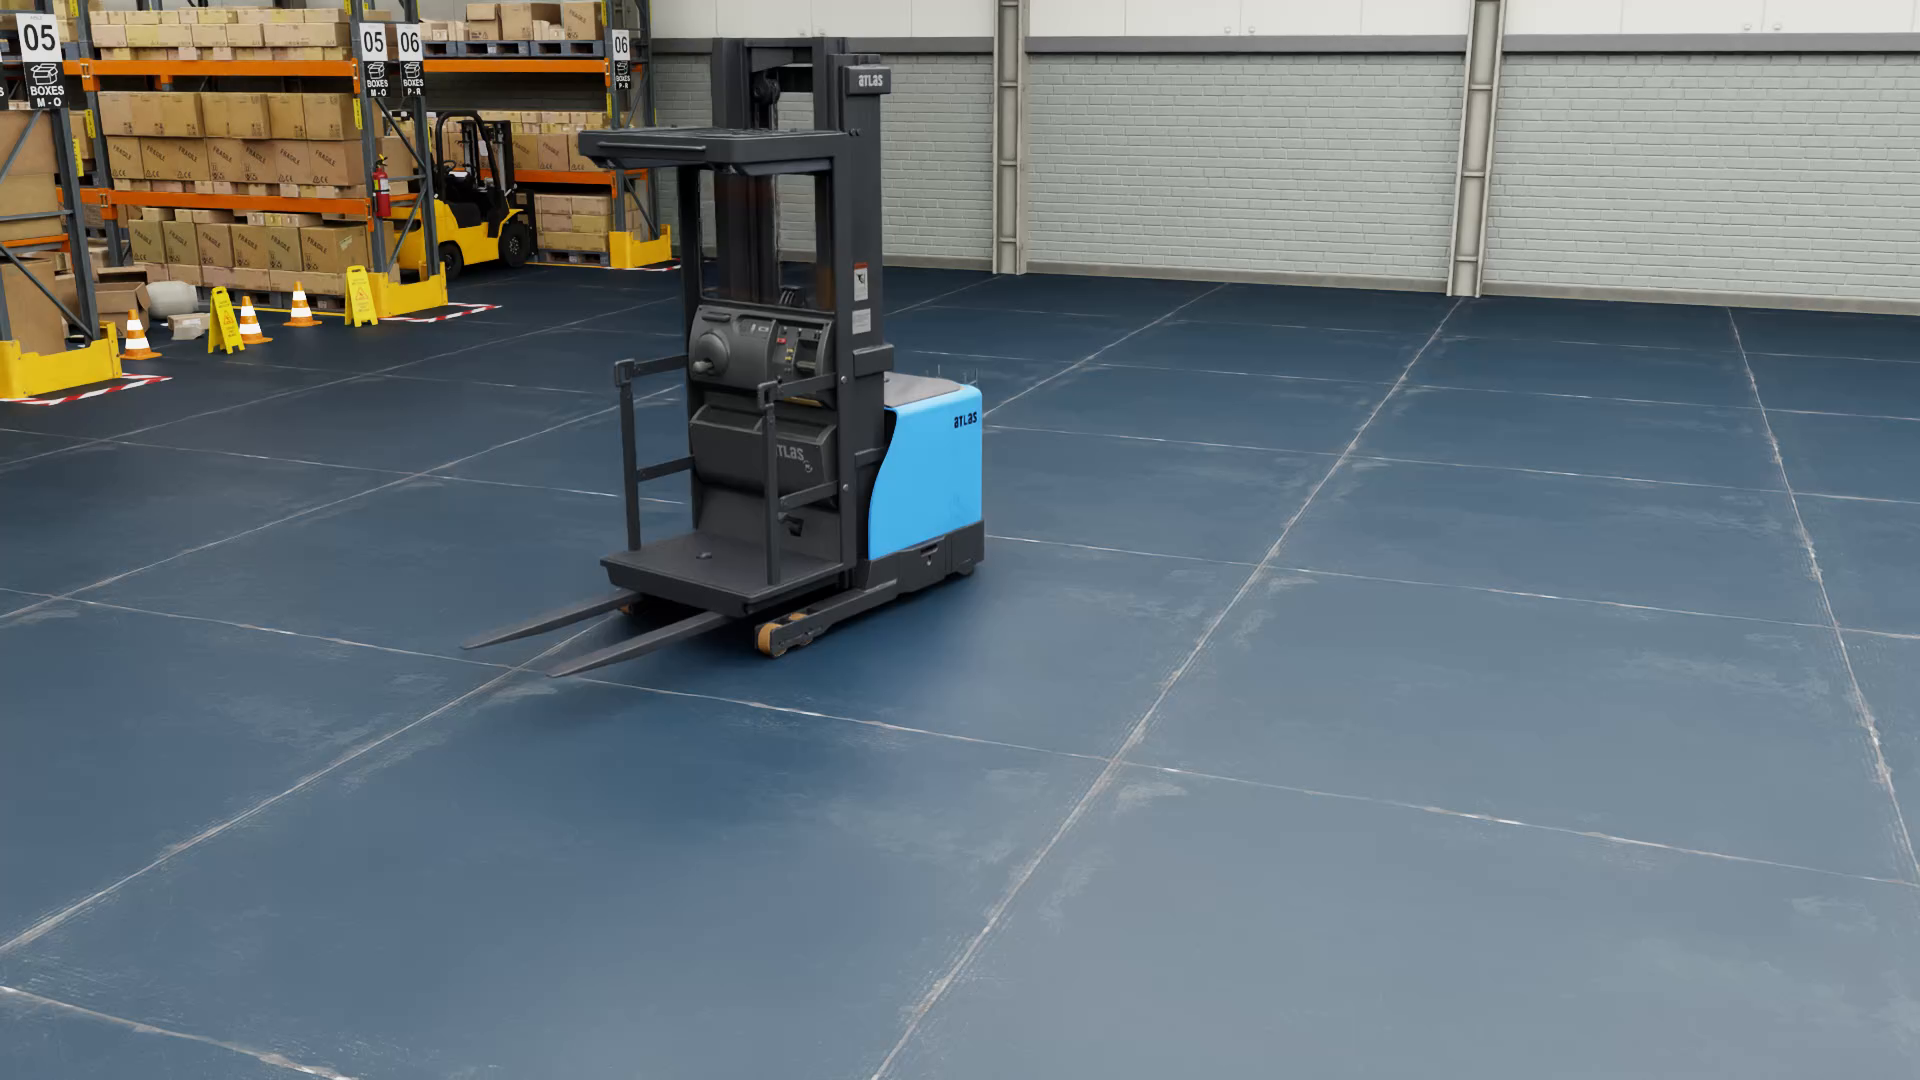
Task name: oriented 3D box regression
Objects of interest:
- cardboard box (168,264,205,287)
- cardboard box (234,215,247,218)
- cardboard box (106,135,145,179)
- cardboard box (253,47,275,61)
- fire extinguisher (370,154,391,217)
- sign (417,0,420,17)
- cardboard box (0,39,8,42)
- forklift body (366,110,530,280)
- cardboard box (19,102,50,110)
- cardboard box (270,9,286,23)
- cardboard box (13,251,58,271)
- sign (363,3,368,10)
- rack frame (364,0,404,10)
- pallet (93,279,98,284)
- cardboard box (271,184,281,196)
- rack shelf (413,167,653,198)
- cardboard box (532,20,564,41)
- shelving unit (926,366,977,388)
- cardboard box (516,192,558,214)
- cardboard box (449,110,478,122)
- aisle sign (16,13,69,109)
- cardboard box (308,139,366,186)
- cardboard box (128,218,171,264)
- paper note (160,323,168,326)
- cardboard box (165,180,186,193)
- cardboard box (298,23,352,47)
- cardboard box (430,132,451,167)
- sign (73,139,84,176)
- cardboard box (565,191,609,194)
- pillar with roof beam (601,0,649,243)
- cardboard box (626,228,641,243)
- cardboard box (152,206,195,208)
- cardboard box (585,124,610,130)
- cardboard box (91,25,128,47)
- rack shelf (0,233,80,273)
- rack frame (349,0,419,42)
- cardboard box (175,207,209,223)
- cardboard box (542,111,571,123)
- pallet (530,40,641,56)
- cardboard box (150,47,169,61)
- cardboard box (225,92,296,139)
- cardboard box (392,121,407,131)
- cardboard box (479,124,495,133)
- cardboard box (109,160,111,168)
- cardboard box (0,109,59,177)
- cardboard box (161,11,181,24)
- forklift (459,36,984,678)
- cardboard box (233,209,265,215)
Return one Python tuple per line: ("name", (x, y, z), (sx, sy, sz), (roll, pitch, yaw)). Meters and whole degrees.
("cardboard box", (-9.171, -3.228, 20.093), (0.500, 0.250, 0.500), (7, 18, 24))
("cardboard box", (-8.999, -3.728, 20.469), (0.500, 0.500, 0.500), (7, 17, 22))
("cardboard box", (-9.815, -4.603, 19.936), (0.500, 0.500, 0.500), (6, 17, 20))
("cardboard box", (-7.774, -5.513, 18.855), (0.250, 0.149, 0.380), (6, 17, 20))
("fire extinguisher", (-6.463, -3.952, 18.545), (0.183, 0.674, 0.296), (6, 17, 21))
("sign", (-6.202, -6.121, 18.931), (0.005, 0.325, 0.100), (6, 17, 21))
("cardboard box", (-11.661, -6.227, 20.379), (0.500, 0.250, 0.500), (7, 17, 21))
("forklift body", (-7.016, -4.721, 22.578), (1.214, 2.155, 2.313), (6, 17, 21))
("cardboard box", (-11.280, -5.289, 20.383), (0.250, 0.149, 0.380), (6, 17, 19))
("cardboard box", (-7.511, -5.878, 18.681), (0.250, 0.149, 0.380), (6, 17, 21))
("cardboard box", (-10.747, -3.228, 19.037), (0.500, 0.500, 0.500), (6, 17, 21))
("sign", (-8.494, -7.515, 23.809), (0.005, 0.325, 0.100), (6, 17, 21))
("rack frame", (-8.304, -8.698, 23.995), (0.127, 3.000, 1.000), (6, 17, 21))
("pallet", (-10.846, -3.269, 21.057), (1.213, 0.211, 1.003), (6, 17, 21))
("cardboard box", (-7.771, -4.092, 19.341), (0.250, 0.149, 0.380), (7, 17, 21))
("rack shelf", (-6.443, -5.267, 24.227), (4.000, 0.370, 1.077), (6, 17, 21))
("cardboard box", (-5.701, -7.066, 23.060), (0.258, 0.266, 0.396), (6, 17, 21))
("shelving unit", (-0.050, -0.510, 10.046), (0.252, 1.050, 0.215), (6, 17, 21))
("cardboard box", (-6.076, -4.835, 23.834), (0.500, 0.250, 0.500), (7, 17, 21))
("cardboard box", (-7.146, -6.110, 23.965), (0.250, 0.149, 0.380), (6, 17, 20))
("aisle sign", (-7.947, -4.145, 14.409), (0.004, 0.787, 0.394), (6, 17, 21))
("cardboard box", (-7.007, -4.295, 18.875), (0.500, 0.500, 0.500), (6, 17, 20))
("cardboard box", (-9.672, -3.640, 20.166), (0.500, 0.500, 0.500), (7, 18, 23))
("paper note", (-8.746, -2.395, 18.389), (0.142, 0.019, 0.148), (14, 21, 40))
("cardboard box", (-9.217, -4.227, 19.805), (0.250, 0.149, 0.380), (7, 18, 22))
("cardboard box", (-6.976, -5.614, 18.487), (0.500, 0.250, 0.500), (6, 17, 20))
("cardboard box", (-7.496, -5.703, 24.259), (0.500, 0.500, 0.500), (7, 17, 22))
("sign", (-7.914, -3.423, 14.890), (0.005, 0.325, 0.100), (6, 17, 21))
("cardboard box", (-5.427, -4.918, 24.118), (0.500, 0.250, 0.500), (6, 17, 21))
("pillar with roof beam", (-6.479, -7.477, 19.790), (0.400, 9.000, 9.100), (6, 17, 21))
("cardboard box", (-4.968, -4.390, 24.094), (0.500, 0.250, 0.500), (6, 17, 21))
("cardboard box", (-12.497, -5.215, 26.487), (0.500, 0.500, 0.500), (7, 18, 22))
("cardboard box", (-5.008, -5.730, 23.189), (0.250, 0.149, 0.380), (7, 17, 21))
("cardboard box", (-9.813, -5.925, 19.557), (0.500, 0.250, 0.500), (6, 17, 19))
("rack shelf", (-9.983, -2.685, 15.333), (4.000, 0.370, 1.077), (6, 17, 21))
("rack frame", (-6.401, -7.001, 18.149), (0.127, 3.000, 1.000), (6, 17, 21))
("cardboard box", (-9.099, -3.871, 19.799), (0.250, 0.149, 0.380), (7, 18, 23))
("cardboard box", (-5.692, -5.974, 23.495), (0.250, 0.149, 0.380), (6, 17, 21))
("pallet", (-5.231, -6.885, 23.288), (1.213, 0.211, 1.003), (6, 17, 21))
("cardboard box", (-9.209, -5.680, 19.429), (0.250, 0.149, 0.380), (7, 18, 22))
("cardboard box", (-7.936, -4.866, 19.049), (0.500, 0.500, 0.700), (6, 17, 20))
("cardboard box", (-8.104, -6.076, 24.379), (0.250, 0.149, 0.380), (6, 17, 20))
("cardboard box", (-6.673, -5.912, 23.817), (0.250, 0.149, 0.380), (6, 17, 19))
("cardboard box", (-10.520, -4.749, 20.849), (0.250, 0.149, 0.380), (7, 17, 21))
("cardboard box", (-8.454, -3.465, 14.522), (0.550, 0.550, 0.875), (6, 17, 21))
("cardboard box", (-8.970, -6.021, 19.173), (0.250, 0.149, 0.380), (6, 17, 19))
("forklift", (-1.147, -0.986, 8.314), (1.130, 2.935, 3.031), (12, 20, 35))
("cardboard box", (-10.839, -5.155, 26.058), (0.625, 0.625, 0.875), (7, 18, 22))
